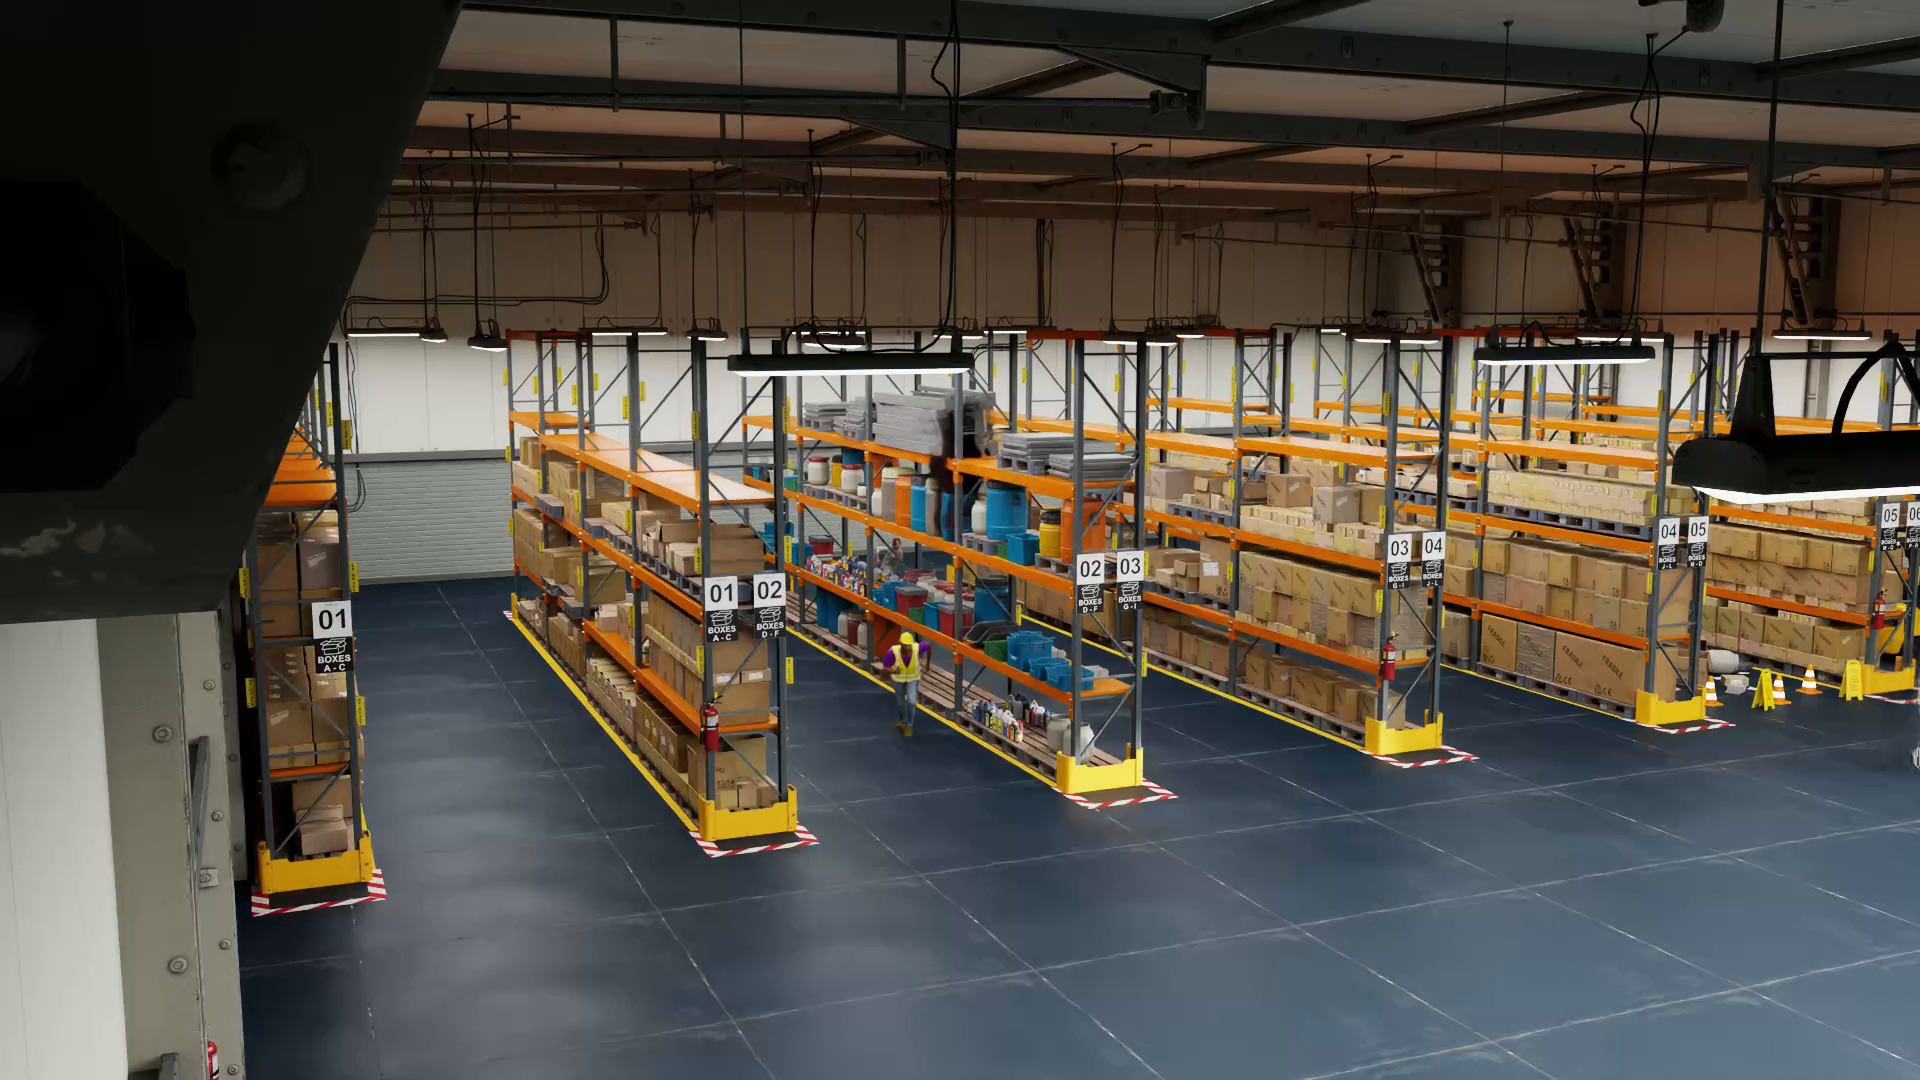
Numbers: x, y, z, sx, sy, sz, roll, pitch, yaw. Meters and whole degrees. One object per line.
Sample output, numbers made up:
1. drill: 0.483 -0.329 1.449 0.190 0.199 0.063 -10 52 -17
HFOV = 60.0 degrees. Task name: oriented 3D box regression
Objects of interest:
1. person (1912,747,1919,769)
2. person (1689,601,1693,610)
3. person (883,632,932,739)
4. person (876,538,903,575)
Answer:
1. person: 13.684 2.357 23.079 0.728 1.700 0.743 5 9 33
2. person: 15.294 0.772 34.720 0.653 1.725 0.757 -5 9 -34
3. person: -0.790 2.154 24.964 0.741 1.675 0.962 -1 8 -6
4. person: -1.560 0.640 36.532 0.563 1.444 0.879 -6 10 -36
